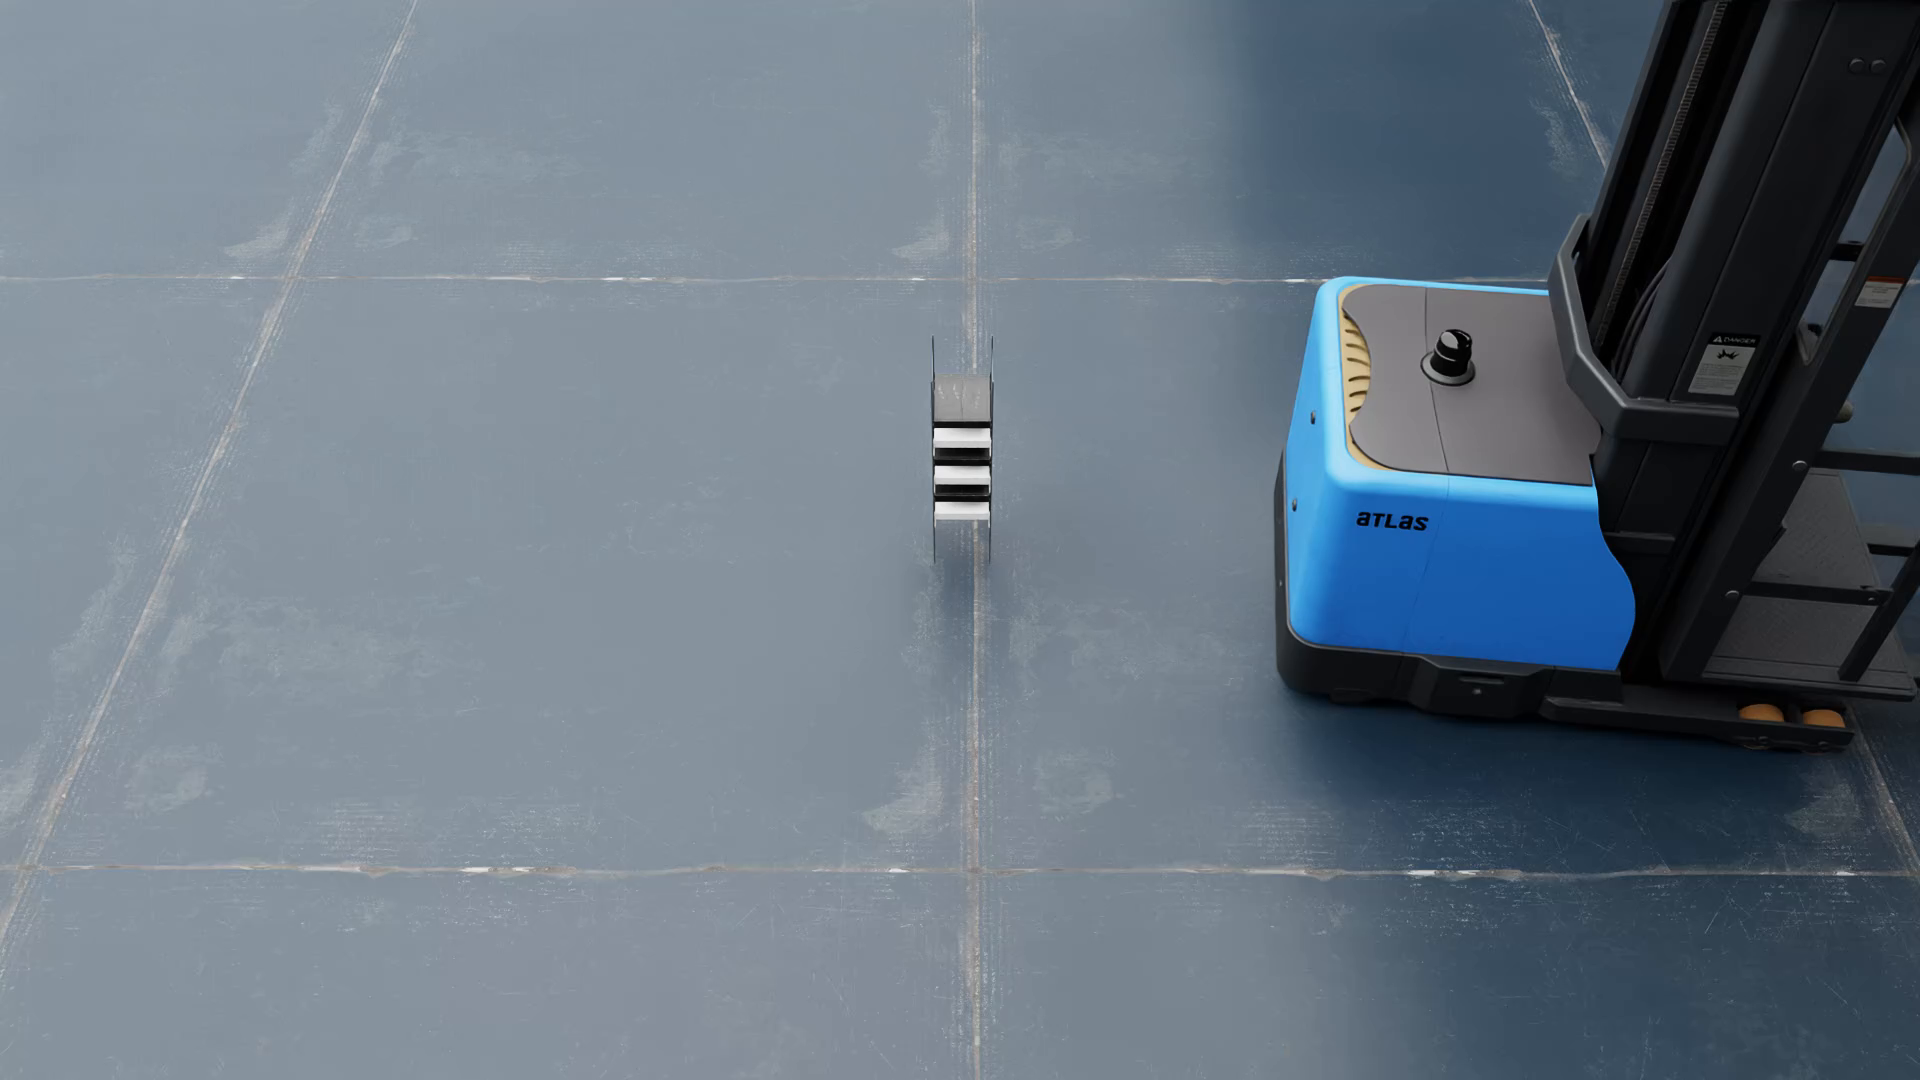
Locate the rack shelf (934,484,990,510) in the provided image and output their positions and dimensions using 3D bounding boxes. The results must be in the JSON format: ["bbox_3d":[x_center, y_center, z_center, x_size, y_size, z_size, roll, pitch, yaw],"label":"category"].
[{"bbox_3d":[0.008,-0.223,6.011,0.200,0.077,0.258,0,47,0],"label":"rack shelf"}]

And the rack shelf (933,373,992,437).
[{"bbox_3d":[0.008,-0.468,5.747,0.200,0.077,0.258,0,47,0],"label":"rack shelf"}]

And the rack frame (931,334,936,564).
[{"bbox_3d":[-0.094,-0.307,5.921,0.006,0.900,0.240,0,47,0],"label":"rack frame"}]

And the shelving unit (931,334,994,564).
[{"bbox_3d":[0.008,-0.307,5.921,0.210,0.900,0.258,0,47,0],"label":"shelving unit"}]

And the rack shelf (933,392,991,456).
[{"bbox_3d":[0.008,-0.406,5.813,0.200,0.077,0.258,0,47,0],"label":"rack shelf"}]

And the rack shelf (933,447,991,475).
[{"bbox_3d":[0.008,-0.345,5.879,0.200,0.077,0.258,0,47,0],"label":"rack shelf"}]

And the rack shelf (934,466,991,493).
[{"bbox_3d":[0.008,-0.284,5.945,0.200,0.077,0.258,0,47,0],"label":"rack shelf"}]

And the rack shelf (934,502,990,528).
[{"bbox_3d":[0.008,-0.161,6.077,0.200,0.077,0.258,0,47,0],"label":"rack shelf"}]

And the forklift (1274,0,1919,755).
[{"bbox_3d":[2.648,-0.692,4.892,3.031,2.935,1.130,5,47,5],"label":"forklift"}]

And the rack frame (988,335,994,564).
[{"bbox_3d":[0.110,-0.306,5.920,0.006,0.900,0.240,0,47,0],"label":"rack frame"}]
